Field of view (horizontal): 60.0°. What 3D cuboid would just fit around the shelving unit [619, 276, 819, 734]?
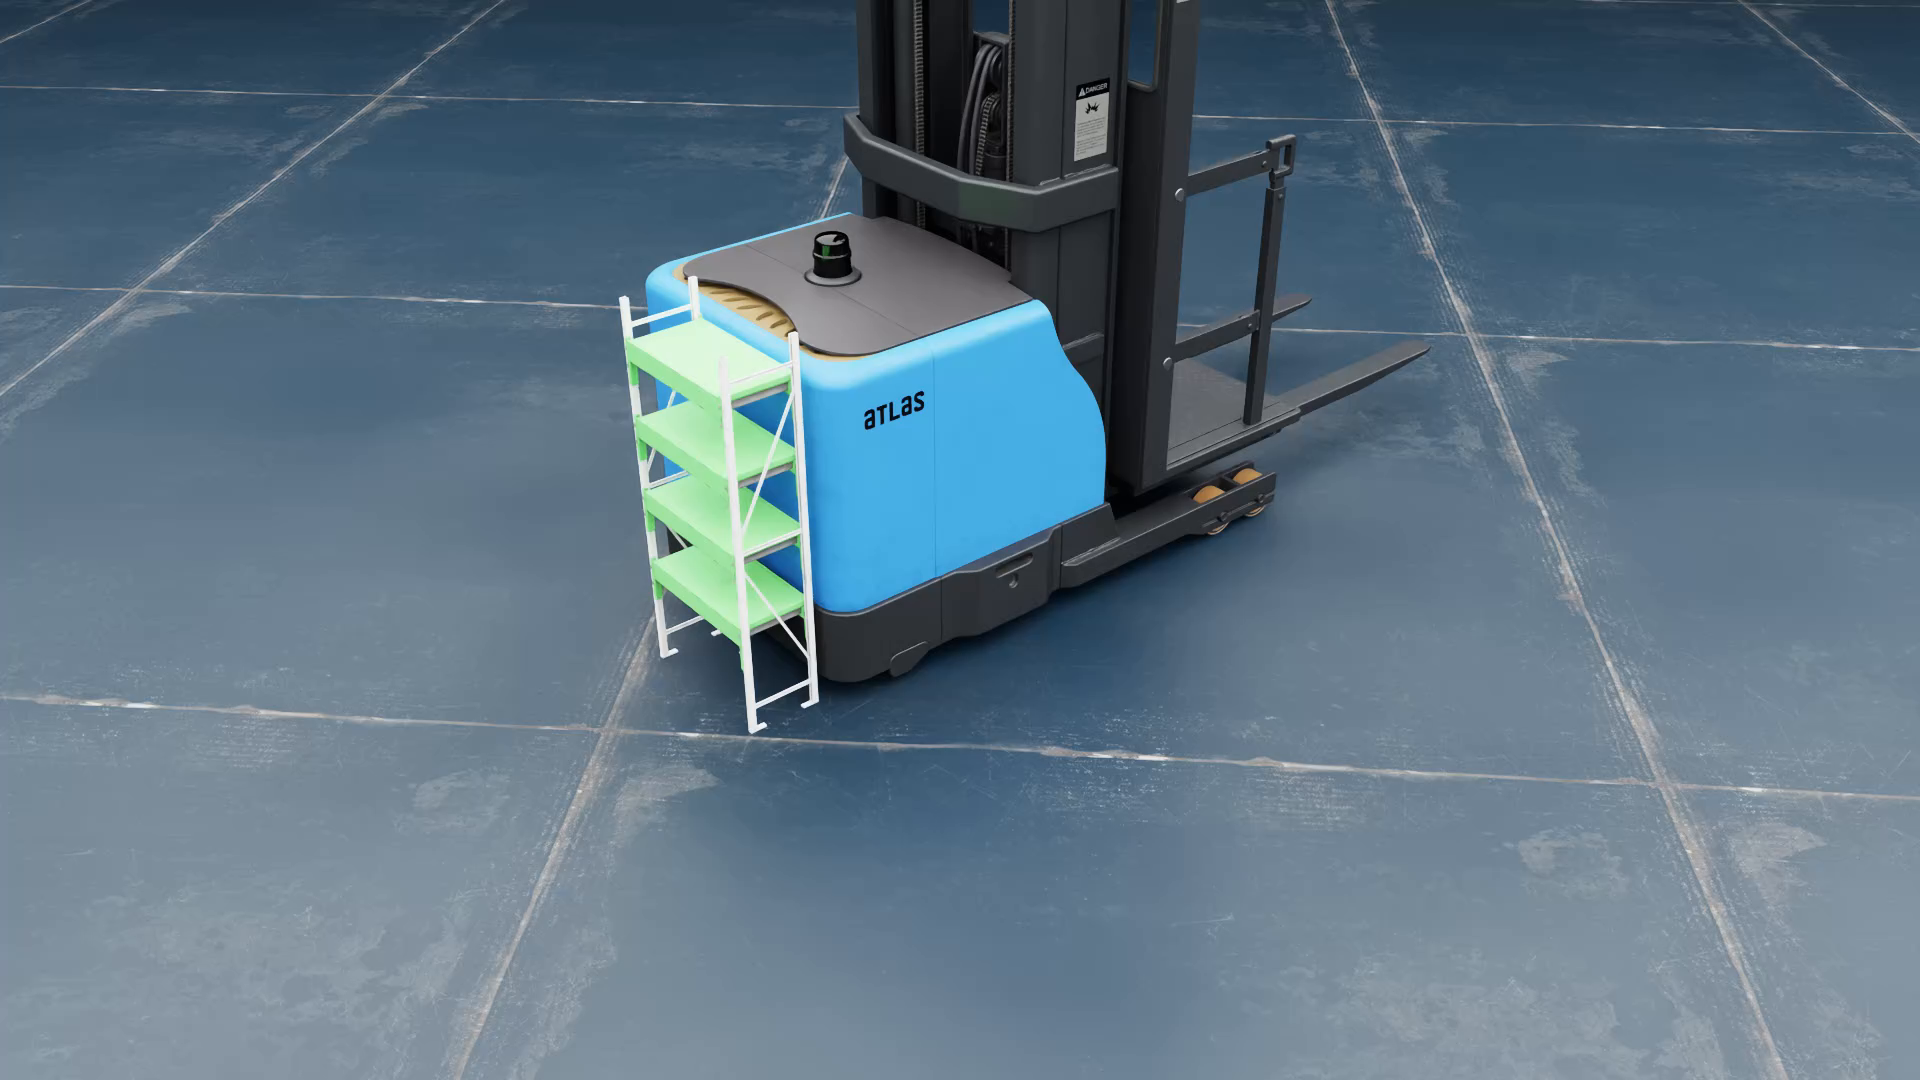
[{"bbox_3d":[-0.676,-0.089,4.750,0.258,1.200,0.503,-24,39,-33],"label":"shelving unit"}]

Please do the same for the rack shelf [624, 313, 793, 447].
[{"bbox_3d":[-0.676,-0.443,4.532,0.258,0.148,0.480,-24,39,-33],"label":"rack shelf"}]

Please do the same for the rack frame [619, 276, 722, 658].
[{"bbox_3d":[-0.833,-0.187,4.909,0.240,1.200,0.015,-24,39,-33],"label":"rack frame"}]

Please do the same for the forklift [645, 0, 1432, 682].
[{"bbox_3d":[0.487,-1.458,5.322,3.031,2.935,1.130,-23,39,-33],"label":"forklift"}]

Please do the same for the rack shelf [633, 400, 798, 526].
[{"bbox_3d":[-0.676,-0.239,4.658,0.258,0.148,0.480,-24,39,-33],"label":"rack shelf"}]

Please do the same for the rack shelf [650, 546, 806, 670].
[{"bbox_3d":[-0.676,0.170,4.910,0.258,0.148,0.480,-24,39,-33],"label":"rack shelf"}]

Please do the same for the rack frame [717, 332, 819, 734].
[{"bbox_3d":[-0.519,0.009,4.591,0.240,1.200,0.015,-24,39,-33],"label":"rack frame"}]

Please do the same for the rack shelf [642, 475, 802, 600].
[{"bbox_3d":[-0.676,-0.034,4.784,0.258,0.148,0.480,-24,39,-33],"label":"rack shelf"}]
